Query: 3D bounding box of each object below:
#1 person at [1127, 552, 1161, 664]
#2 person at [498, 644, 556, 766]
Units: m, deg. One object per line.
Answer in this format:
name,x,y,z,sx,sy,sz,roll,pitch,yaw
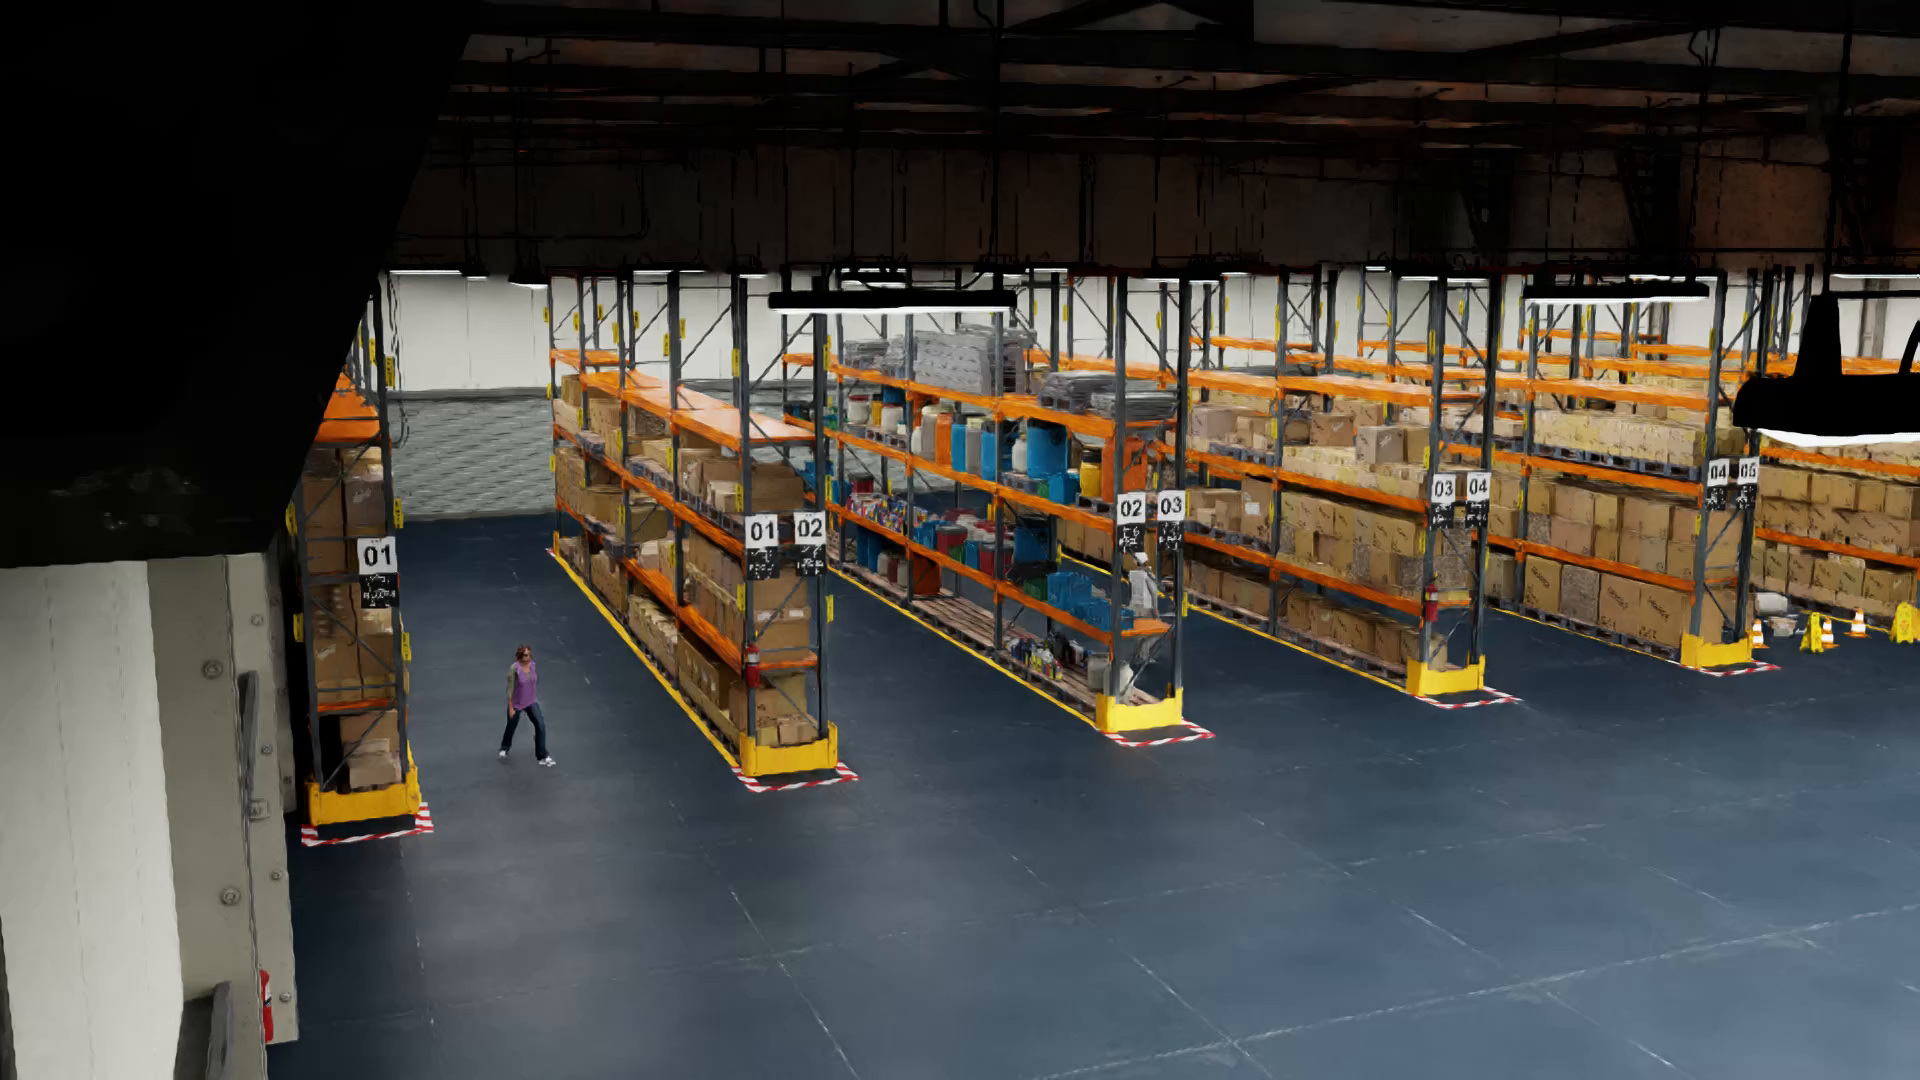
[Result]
person,2.819,1.036,25.596,0.569,1.770,0.446,9,13,41
person,-5.414,2.025,20.589,0.453,1.538,0.879,-10,14,-44
